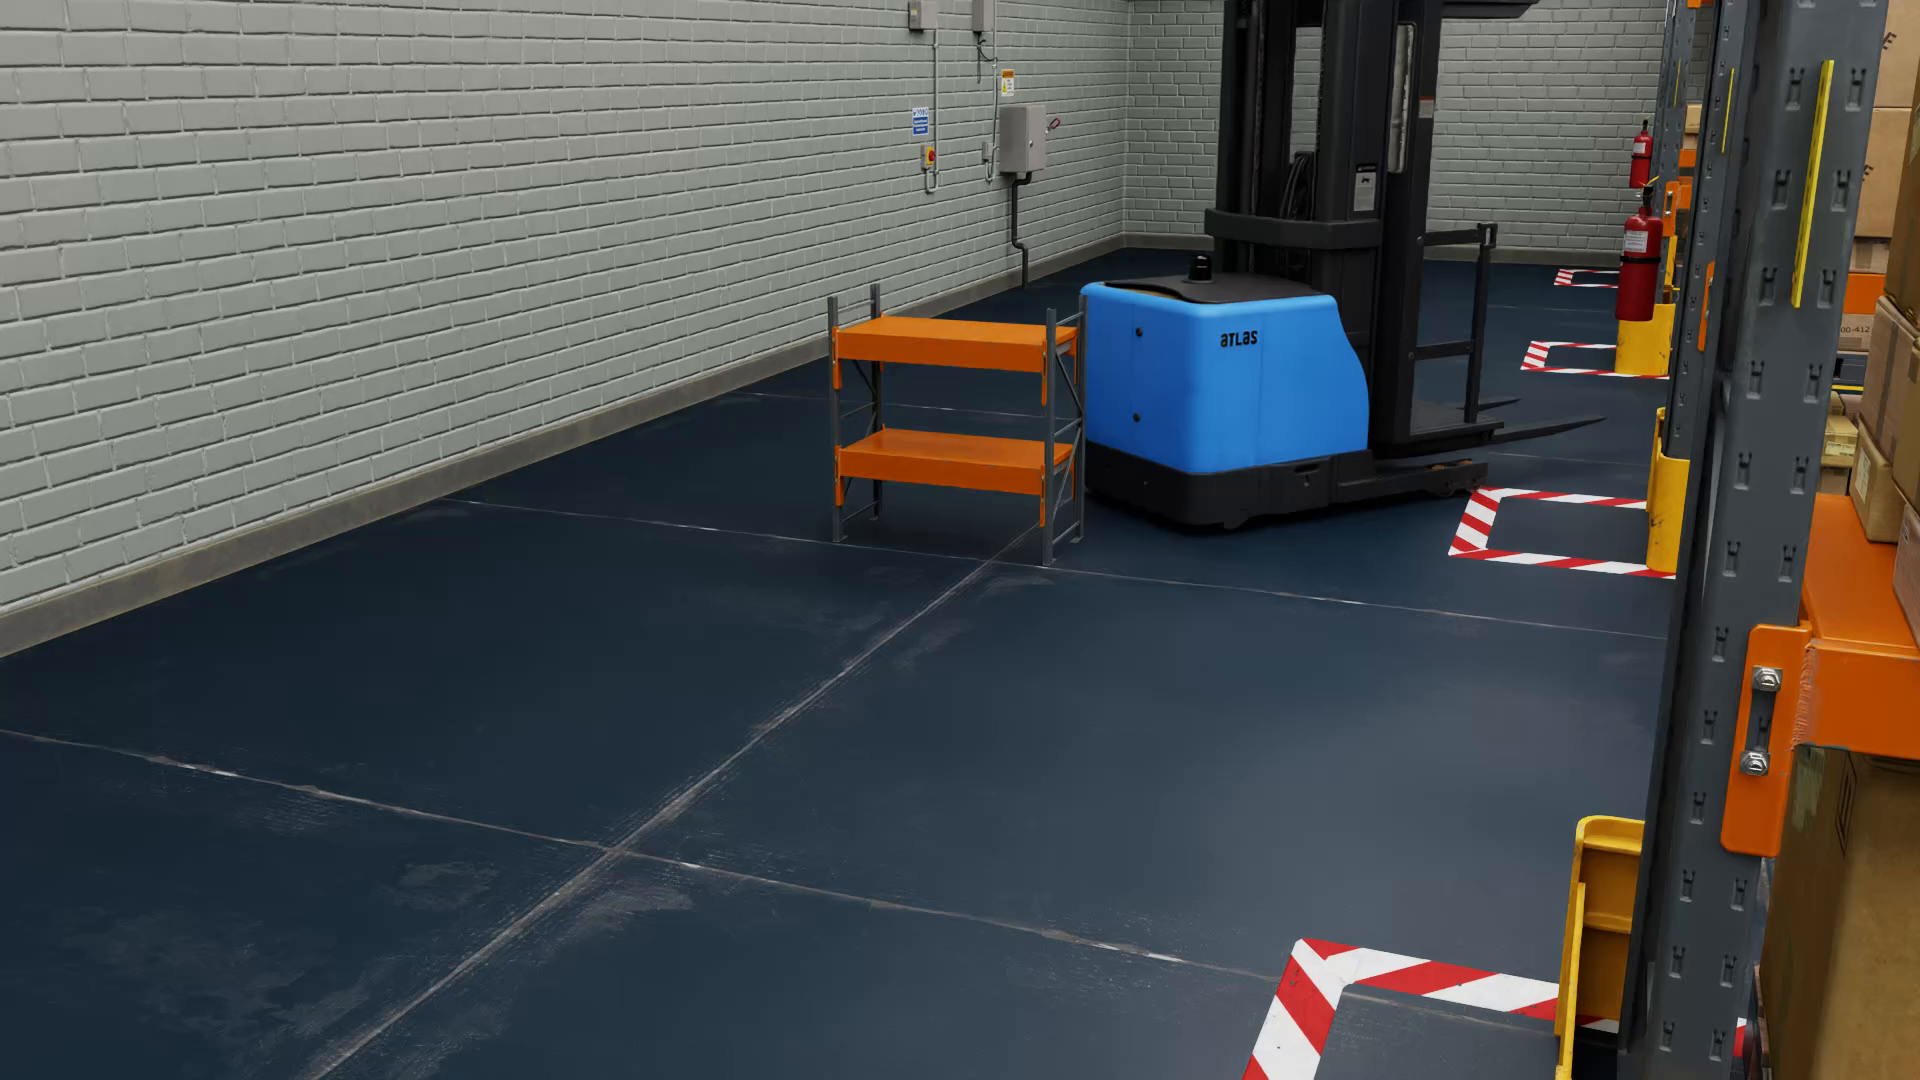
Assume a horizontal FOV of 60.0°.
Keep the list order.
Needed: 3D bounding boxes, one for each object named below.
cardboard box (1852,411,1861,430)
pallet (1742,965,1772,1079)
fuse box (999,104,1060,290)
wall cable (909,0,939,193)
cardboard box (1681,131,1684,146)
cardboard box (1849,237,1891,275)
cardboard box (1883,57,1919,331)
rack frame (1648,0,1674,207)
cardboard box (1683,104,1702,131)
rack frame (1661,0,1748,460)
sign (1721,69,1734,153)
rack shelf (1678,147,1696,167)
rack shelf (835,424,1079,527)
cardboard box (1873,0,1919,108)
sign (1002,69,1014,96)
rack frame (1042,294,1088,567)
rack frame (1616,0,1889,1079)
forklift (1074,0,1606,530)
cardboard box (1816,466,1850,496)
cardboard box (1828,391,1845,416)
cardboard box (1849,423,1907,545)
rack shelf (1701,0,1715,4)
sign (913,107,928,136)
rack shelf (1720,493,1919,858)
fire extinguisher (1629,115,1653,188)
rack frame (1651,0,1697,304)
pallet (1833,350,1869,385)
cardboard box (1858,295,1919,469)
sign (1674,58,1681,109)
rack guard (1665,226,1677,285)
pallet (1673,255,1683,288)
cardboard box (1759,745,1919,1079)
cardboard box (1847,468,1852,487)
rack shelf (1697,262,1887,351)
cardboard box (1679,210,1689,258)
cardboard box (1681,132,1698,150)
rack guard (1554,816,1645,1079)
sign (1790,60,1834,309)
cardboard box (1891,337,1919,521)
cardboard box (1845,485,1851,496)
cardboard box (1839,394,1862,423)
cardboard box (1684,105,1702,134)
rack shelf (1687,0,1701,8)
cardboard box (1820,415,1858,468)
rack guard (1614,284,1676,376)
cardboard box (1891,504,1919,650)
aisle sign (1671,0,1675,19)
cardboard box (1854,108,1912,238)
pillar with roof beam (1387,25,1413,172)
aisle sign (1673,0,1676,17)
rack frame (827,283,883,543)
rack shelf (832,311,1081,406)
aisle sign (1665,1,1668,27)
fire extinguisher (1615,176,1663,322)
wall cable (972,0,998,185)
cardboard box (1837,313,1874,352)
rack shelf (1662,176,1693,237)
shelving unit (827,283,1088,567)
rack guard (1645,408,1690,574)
[{"bbox_3d":[3.946,-0.429,7.065,0.250,0.149,0.380,7,17,22],"label":"cardboard box"},{"bbox_3d":[2.141,1.227,3.069,1.213,0.211,1.003,6,17,21],"label":"pallet"},{"bbox_3d":[0.658,-3.226,15.716,0.414,1.711,0.539,6,17,21],"label":"fuse box"},{"bbox_3d":[-0.249,-3.818,13.565,0.123,1.953,0.585,6,17,21],"label":"wall cable"},{"bbox_3d":[7.230,-3.947,16.339,0.250,0.149,0.380,6,17,20],"label":"cardboard box"},{"bbox_3d":[3.716,-1.196,6.863,0.250,0.149,0.380,7,18,23],"label":"cardboard box"},{"bbox_3d":[1.919,-0.623,2.830,0.500,0.500,0.500,7,17,21],"label":"cardboard box"},{"bbox_3d":[6.823,-4.032,16.181,0.127,3.000,1.000,6,17,21],"label":"rack frame"},{"bbox_3d":[7.348,-4.124,16.235,0.500,0.250,0.500,7,18,22],"label":"cardboard box"},{"bbox_3d":[3.283,-1.450,7.287,0.127,3.000,1.000,6,17,21],"label":"rack frame"},{"bbox_3d":[3.084,-1.725,6.682,0.005,0.325,0.100,6,17,21],"label":"sign"},{"bbox_3d":[8.683,-3.482,15.576,4.000,0.370,1.077,6,17,21],"label":"rack shelf"},{"bbox_3d":[-0.006,-0.306,7.587,1.000,0.278,0.538,6,17,21],"label":"rack shelf"},{"bbox_3d":[3.603,-2.006,6.697,0.500,0.500,0.500,6,17,20],"label":"cardboard box"},{"bbox_3d":[0.445,-4.248,15.445,0.001,0.242,0.339,6,17,21],"label":"sign"},{"bbox_3d":[0.467,-0.489,7.340,0.032,1.125,0.500,6,17,21],"label":"rack frame"},{"bbox_3d":[1.369,-0.174,2.892,0.127,3.000,1.000,6,17,21],"label":"rack frame"},{"bbox_3d":[2.106,-1.737,8.398,3.031,2.935,1.130,-9,19,-29],"label":"forklift"},{"bbox_3d":[3.676,-0.305,7.171,0.250,0.149,0.380,7,18,23],"label":"cardboard box"},{"bbox_3d":[3.868,-0.580,7.583,0.250,0.149,0.380,6,17,21],"label":"cardboard box"},{"bbox_3d":[1.821,-0.102,3.096,0.250,0.149,0.380,7,17,22],"label":"cardboard box"},{"bbox_3d":[8.683,-4.922,15.158,4.000,0.370,1.077,6,17,21],"label":"rack shelf"},{"bbox_3d":[-0.324,-3.438,13.652,0.001,0.218,0.327,6,17,21],"label":"sign"},{"bbox_3d":[3.229,0.376,2.287,4.000,0.370,1.077,6,17,21],"label":"rack shelf"},{"bbox_3d":[6.516,-3.711,15.883,0.183,0.674,0.296,6,17,21],"label":"fire extinguisher"},{"bbox_3d":[5.005,-2.744,11.745,0.127,3.000,1.000,6,17,21],"label":"rack frame"},{"bbox_3d":[5.778,-1.343,11.922,1.213,0.211,1.003,6,17,21],"label":"pallet"},{"bbox_3d":[1.917,-0.264,2.938,0.500,0.250,0.500,6,17,20],"label":"cardboard box"},{"bbox_3d":[4.796,-3.054,11.120,0.005,0.325,0.100,6,17,21],"label":"sign"},{"bbox_3d":[6.894,-2.823,16.503,0.348,0.500,1.175,6,17,21],"label":"rack guard"},{"bbox_3d":[7.636,-2.603,16.263,1.213,0.211,1.003,6,17,21],"label":"pallet"},{"bbox_3d":[1.994,0.690,2.975,0.875,0.875,0.875,6,17,21],"label":"cardboard box"},{"bbox_3d":[3.910,-0.262,7.024,0.250,0.149,0.380,6,17,20],"label":"cardboard box"},{"bbox_3d":[5.143,-0.900,6.683,4.000,0.370,1.077,6,17,21],"label":"rack shelf"},{"bbox_3d":[7.357,-2.947,16.170,0.637,0.503,0.797,6,17,18],"label":"cardboard box"},{"bbox_3d":[7.028,-3.806,15.855,0.250,0.149,0.380,6,17,20],"label":"cardboard box"},{"bbox_3d":[1.347,1.024,3.249,0.348,0.500,1.175,6,17,21],"label":"rack guard"},{"bbox_3d":[1.160,-0.484,2.266,0.005,0.325,0.100,6,17,21],"label":"sign"},{"bbox_3d":[1.716,-0.125,2.461,0.500,0.250,0.500,6,17,19],"label":"cardboard box"},{"bbox_3d":[3.926,-0.140,7.137,0.250,0.149,0.380,6,17,20],"label":"cardboard box"},{"bbox_3d":[4.081,-0.539,7.443,0.250,0.149,0.380,7,17,22],"label":"cardboard box"},{"bbox_3d":[7.146,-3.986,15.760,0.500,0.250,0.500,6,17,21],"label":"cardboard box"},{"bbox_3d":[6.866,-3.634,10.722,4.000,0.370,1.077,6,17,21],"label":"rack shelf"},{"bbox_3d":[3.646,-0.426,7.055,0.250,0.149,0.380,5,17,18],"label":"cardboard box"},{"bbox_3d":[4.983,-1.546,12.102,0.348,0.500,1.175,6,17,21],"label":"rack guard"},{"bbox_3d":[1.578,0.069,2.507,0.250,0.149,0.380,6,17,21],"label":"cardboard box"},{"bbox_3d":[5.052,-4.080,11.685,0.004,0.787,0.394,6,17,21],"label":"aisle sign"},{"bbox_3d":[3.599,-1.523,6.827,0.500,0.500,0.500,7,18,23],"label":"cardboard box"},{"bbox_3d":[3.066,-6.306,13.254,0.400,9.000,9.100,6,17,21],"label":"pillar with roof beam"},{"bbox_3d":[4.832,-3.925,11.149,0.004,0.787,0.394,6,17,21],"label":"aisle sign"},{"bbox_3d":[-0.479,-0.593,7.698,0.032,1.125,0.500,6,17,21],"label":"rack frame"},{"bbox_3d":[-0.006,-0.822,7.438,1.000,0.278,0.538,6,17,21],"label":"rack shelf"},{"bbox_3d":[6.652,-5.211,15.580,0.004,0.787,0.394,6,17,21],"label":"aisle sign"},{"bbox_3d":[3.218,-1.379,7.851,0.183,0.674,0.296,6,17,21],"label":"fire extinguisher"},{"bbox_3d":[0.261,-4.172,14.841,0.122,1.984,0.588,6,17,21],"label":"wall cable"},{"bbox_3d":[6.510,-1.582,11.586,0.875,0.438,0.875,7,18,22],"label":"cardboard box"},{"bbox_3d":[6.866,-2.194,11.141,4.000,0.370,1.077,6,17,21],"label":"rack shelf"},{"bbox_3d":[-0.006,-0.541,7.519,1.048,1.125,0.538,6,17,21],"label":"shelving unit"},{"bbox_3d":[3.354,-0.242,7.609,0.348,0.500,1.175,6,17,21],"label":"rack guard"}]
